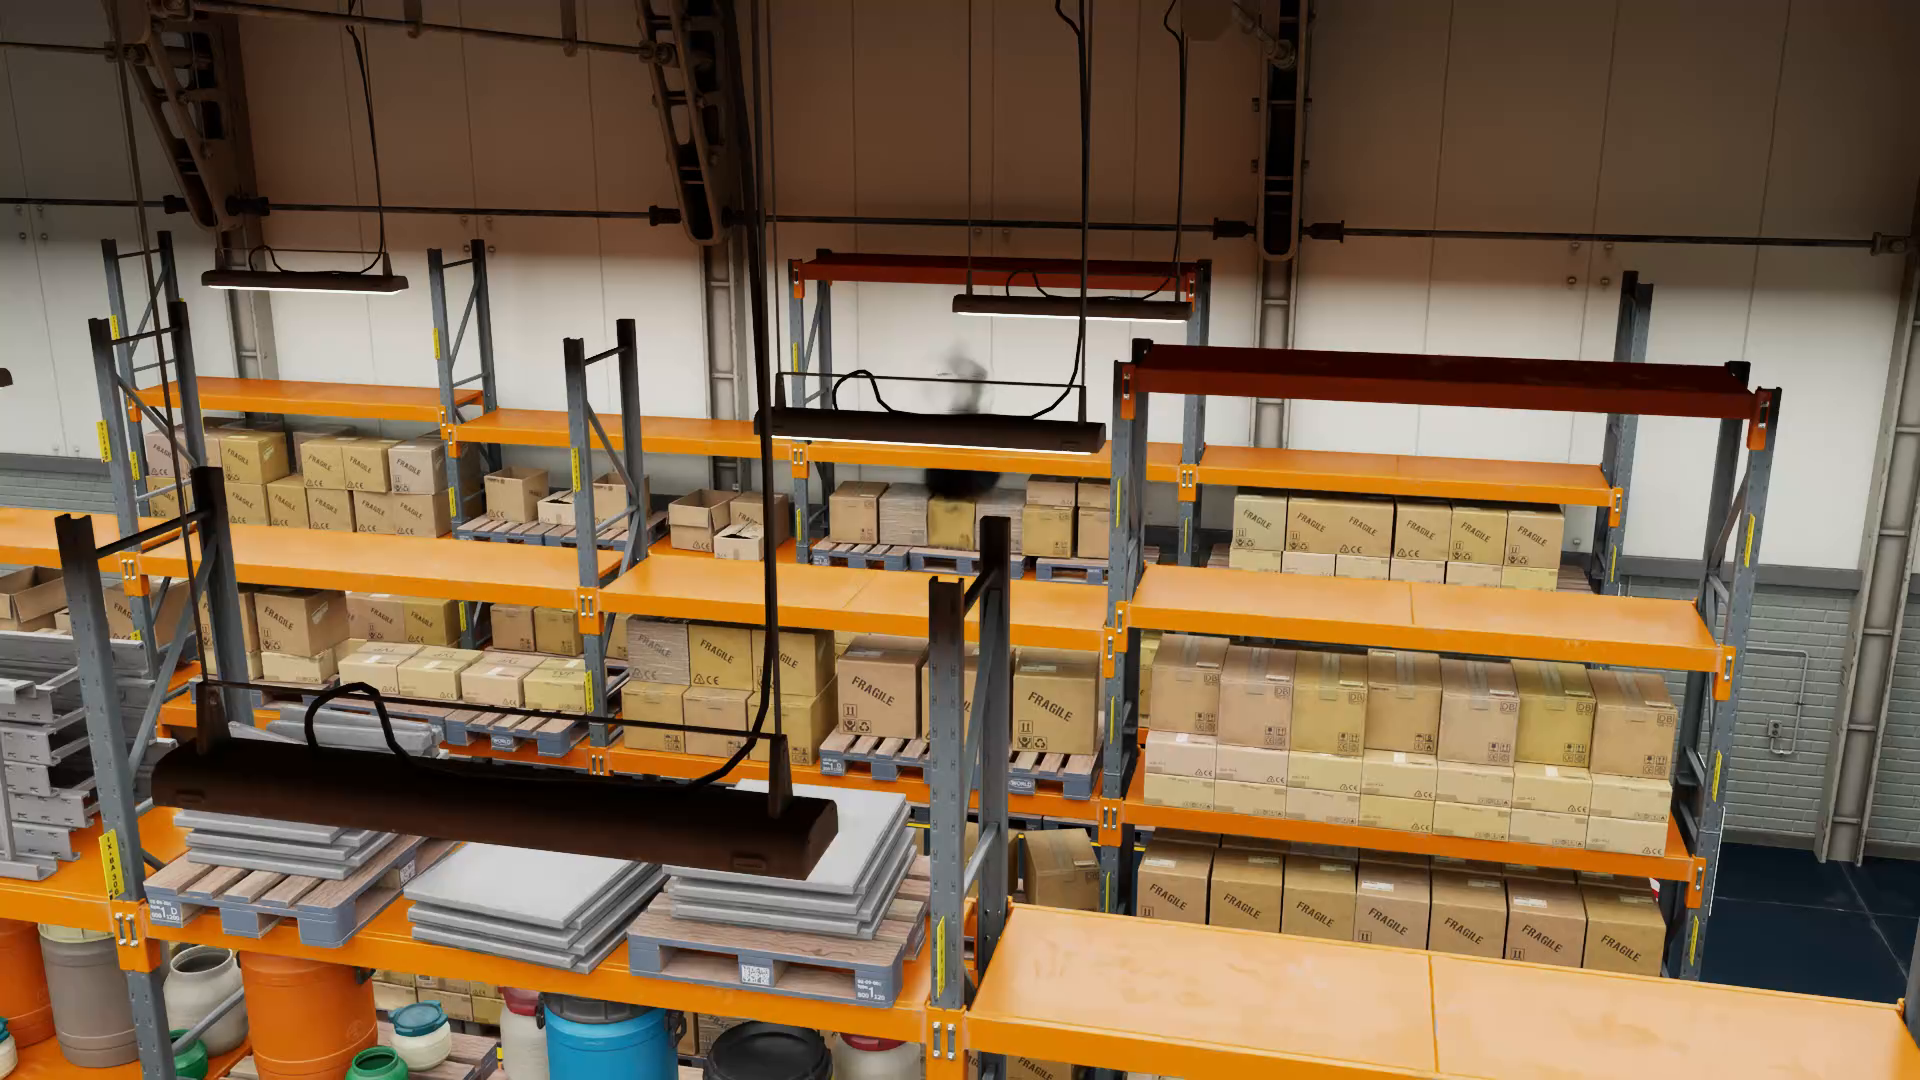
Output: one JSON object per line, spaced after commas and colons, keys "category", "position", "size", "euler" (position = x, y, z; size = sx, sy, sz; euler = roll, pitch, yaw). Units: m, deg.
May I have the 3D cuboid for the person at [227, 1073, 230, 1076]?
{"category": "person", "position": [-4.733, 4.190, 11.080], "size": [0.729, 1.647, 0.631], "euler": [6, 17, 20]}
